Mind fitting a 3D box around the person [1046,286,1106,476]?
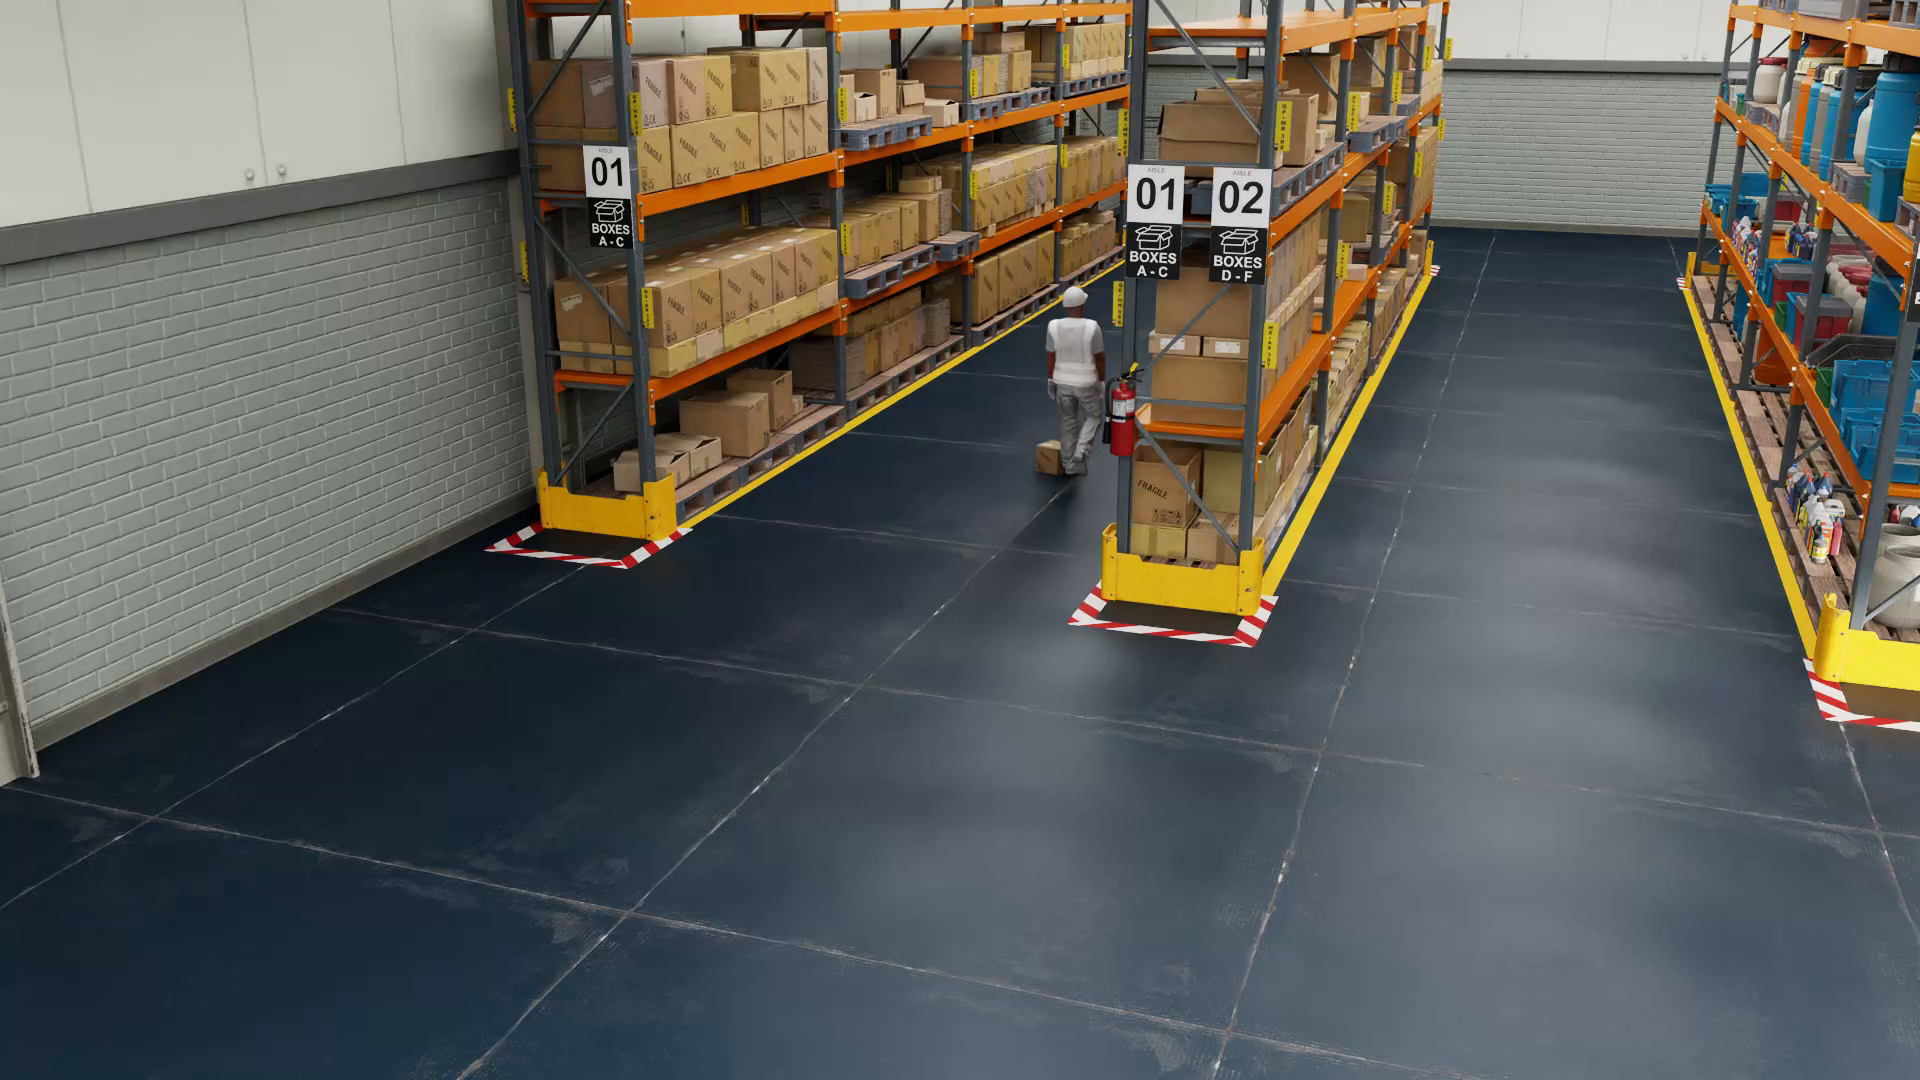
[{"bbox_3d":[1.065,-1.445,15.294,0.556,1.776,0.622,6,19,17],"label":"person"}]
